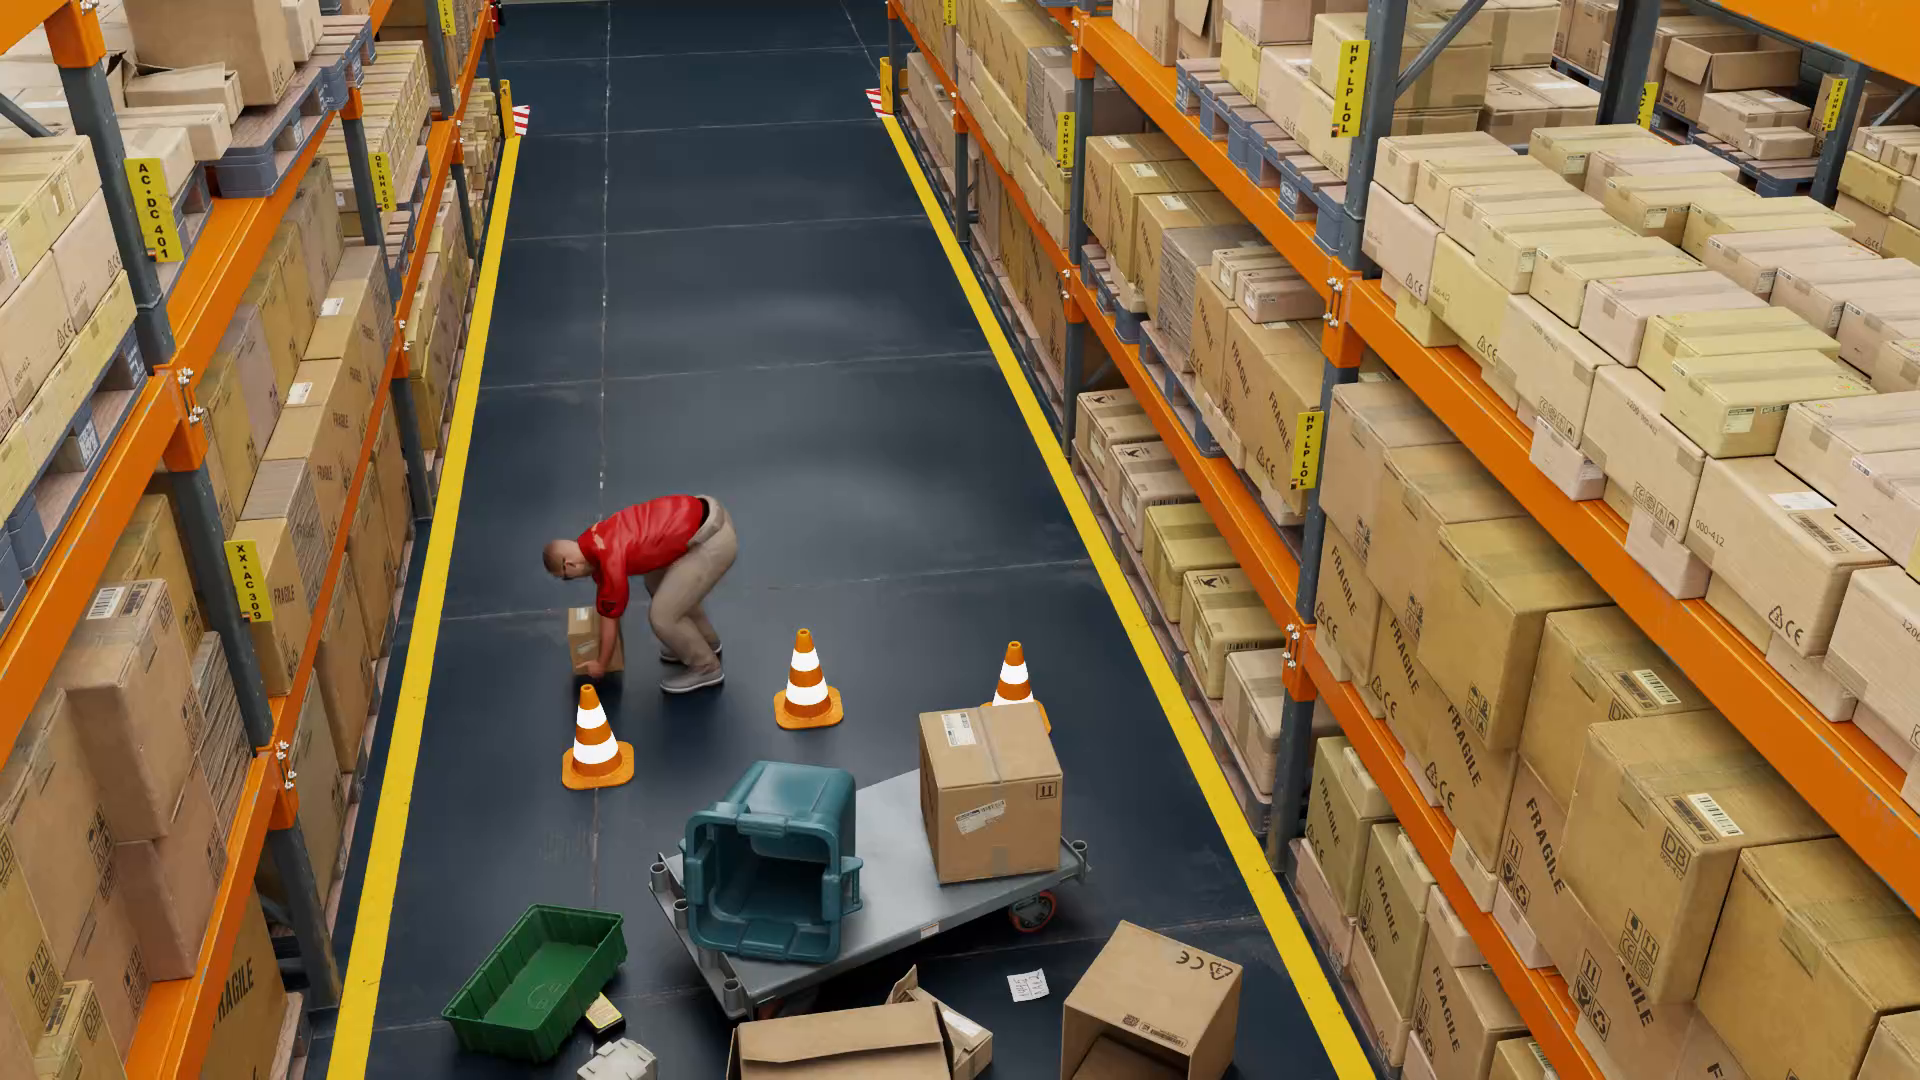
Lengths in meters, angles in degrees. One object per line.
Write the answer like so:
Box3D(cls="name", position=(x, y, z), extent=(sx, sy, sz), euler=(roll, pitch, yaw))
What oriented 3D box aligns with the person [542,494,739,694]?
Box3D(cls="person", position=(-1.587, 0.273, 8.414), extent=(0.959, 0.989, 0.528), euler=(-7, 31, -11))
